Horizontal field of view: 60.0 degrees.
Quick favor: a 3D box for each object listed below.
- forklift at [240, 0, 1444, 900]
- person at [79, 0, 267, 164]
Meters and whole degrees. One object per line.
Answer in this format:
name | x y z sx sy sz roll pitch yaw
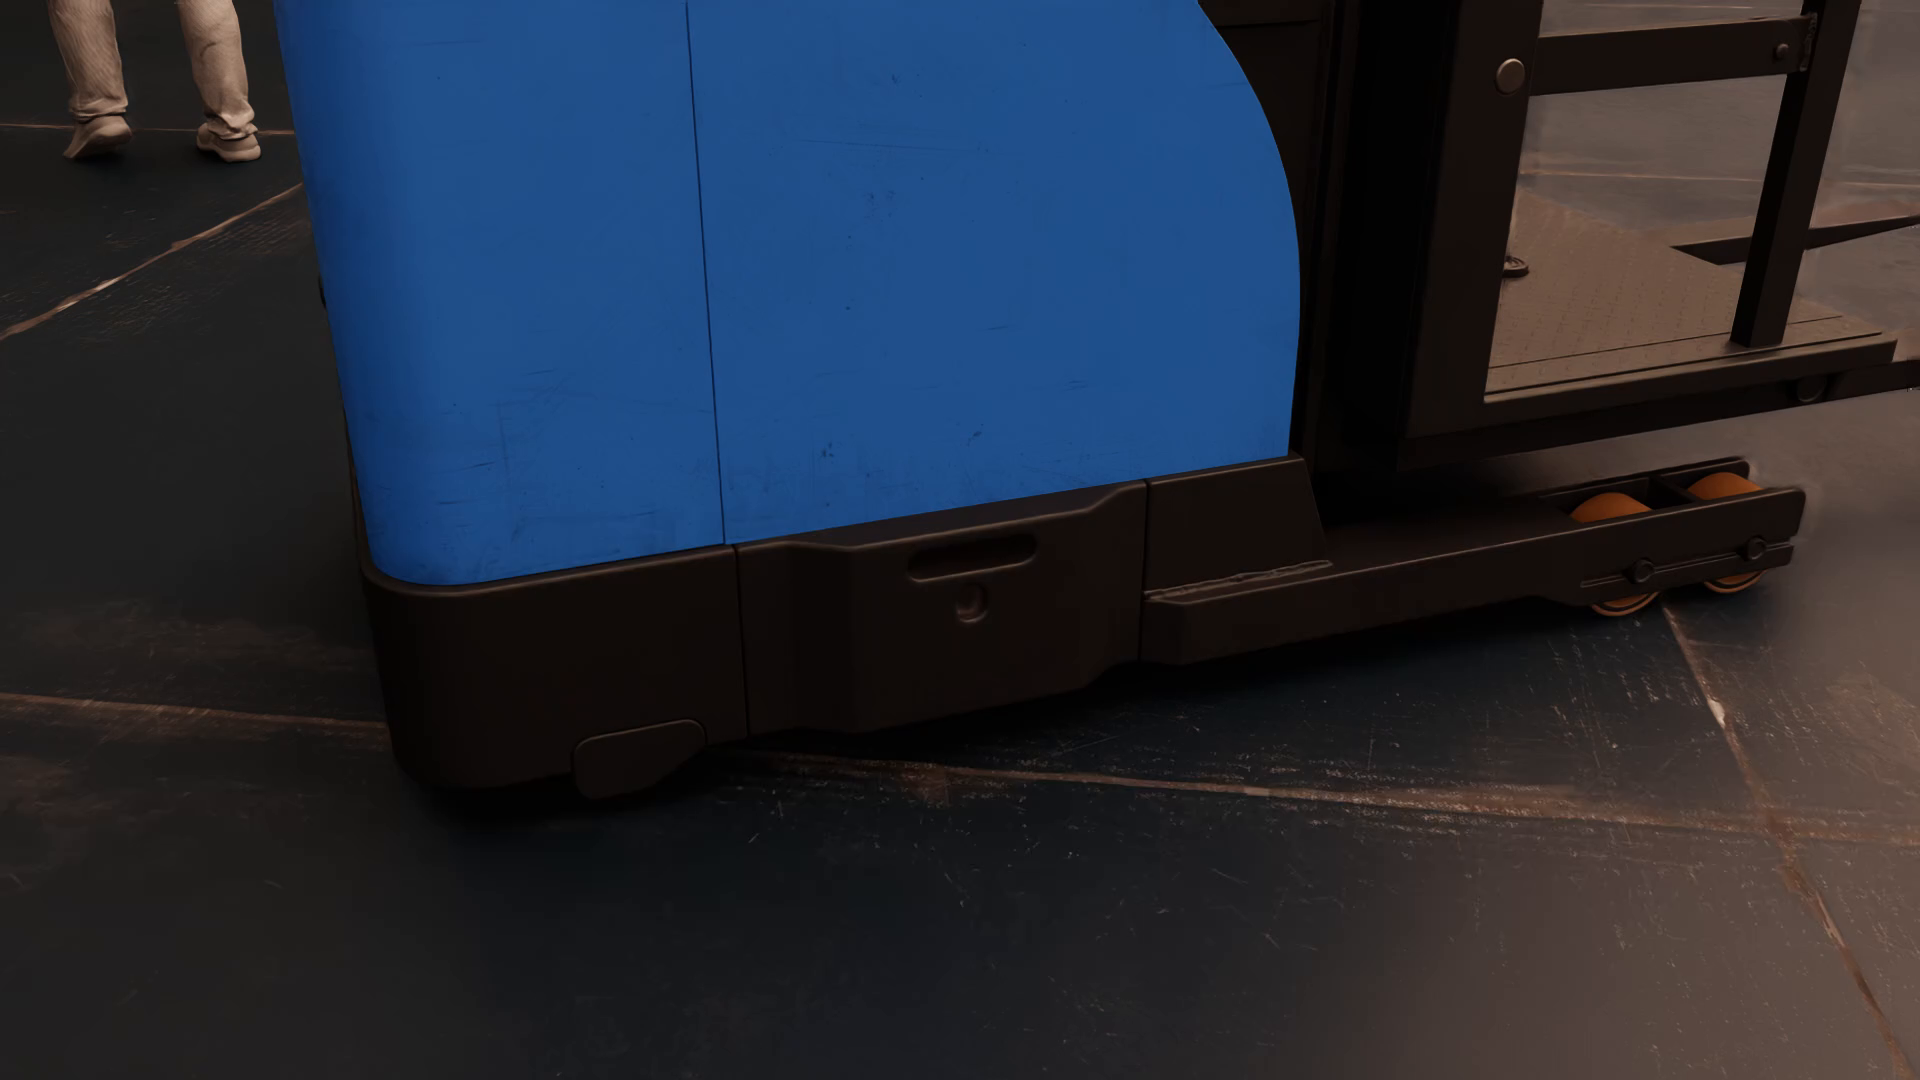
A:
forklift | 0.060 -1.588 2.399 1.130 2.935 3.031 3 27 6
person | -2.211 -1.897 4.337 0.626 1.758 0.463 -22 34 -37
